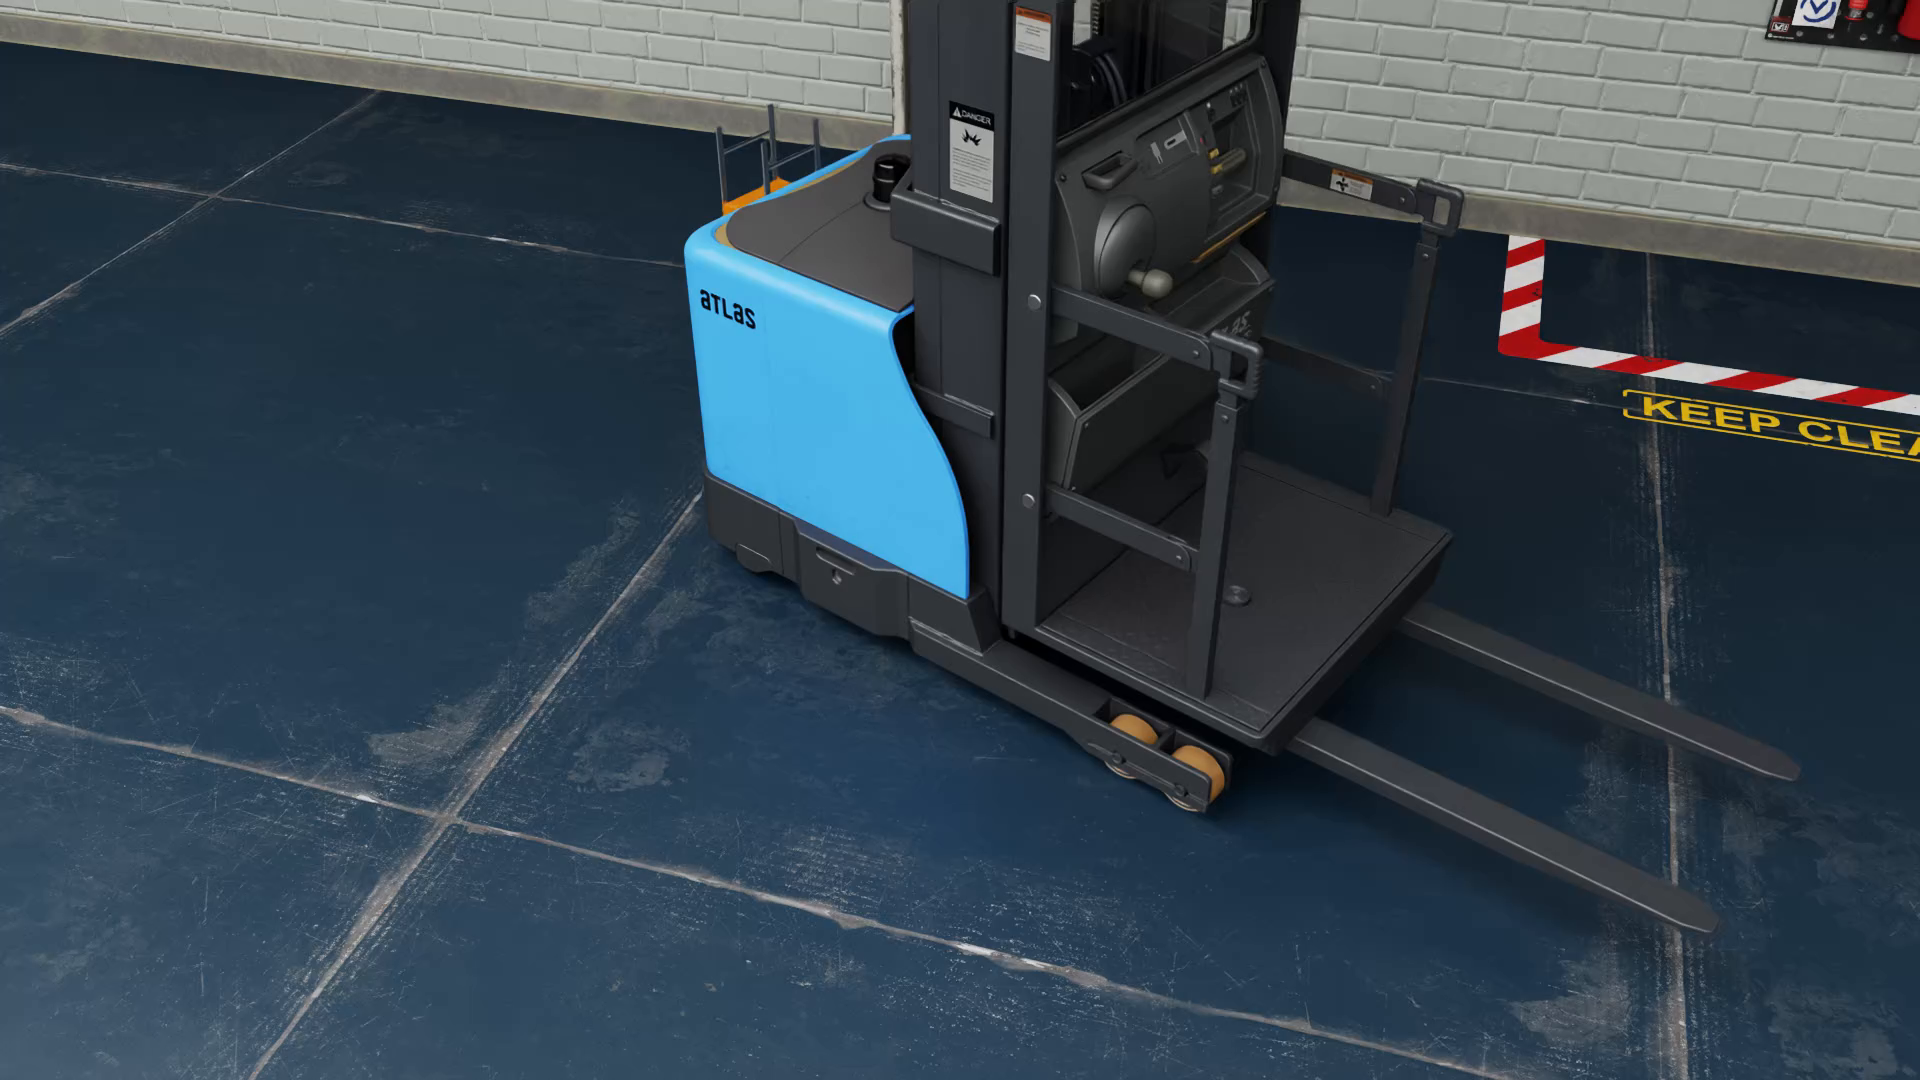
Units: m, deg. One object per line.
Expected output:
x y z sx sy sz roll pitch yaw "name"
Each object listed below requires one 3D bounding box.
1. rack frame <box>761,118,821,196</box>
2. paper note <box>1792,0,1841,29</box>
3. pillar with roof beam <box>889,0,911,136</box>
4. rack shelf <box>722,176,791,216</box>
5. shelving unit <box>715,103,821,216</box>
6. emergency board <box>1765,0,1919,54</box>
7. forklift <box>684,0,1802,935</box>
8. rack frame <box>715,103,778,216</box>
-0.496 -0.710 5.203 0.006 1.200 0.240 25 43 30 "rack frame"
3.169 -1.971 6.141 0.142 0.148 0.016 10 38 14 "paper note"
-1.346 -2.838 1.514 0.400 9.000 9.100 10 38 14 "pillar with roof beam"
-0.567 -0.998 5.061 0.180 0.103 0.258 25 43 30 "rack shelf"
-0.567 -0.744 5.248 0.189 1.200 0.258 25 43 30 "shelving unit"
3.318 -2.255 5.784 0.643 1.169 0.194 10 38 14 "emergency board"
0.688 -0.839 3.917 3.031 2.935 1.130 25 43 30 "forklift"
-0.639 -0.777 5.294 0.006 1.200 0.240 25 43 30 "rack frame"
